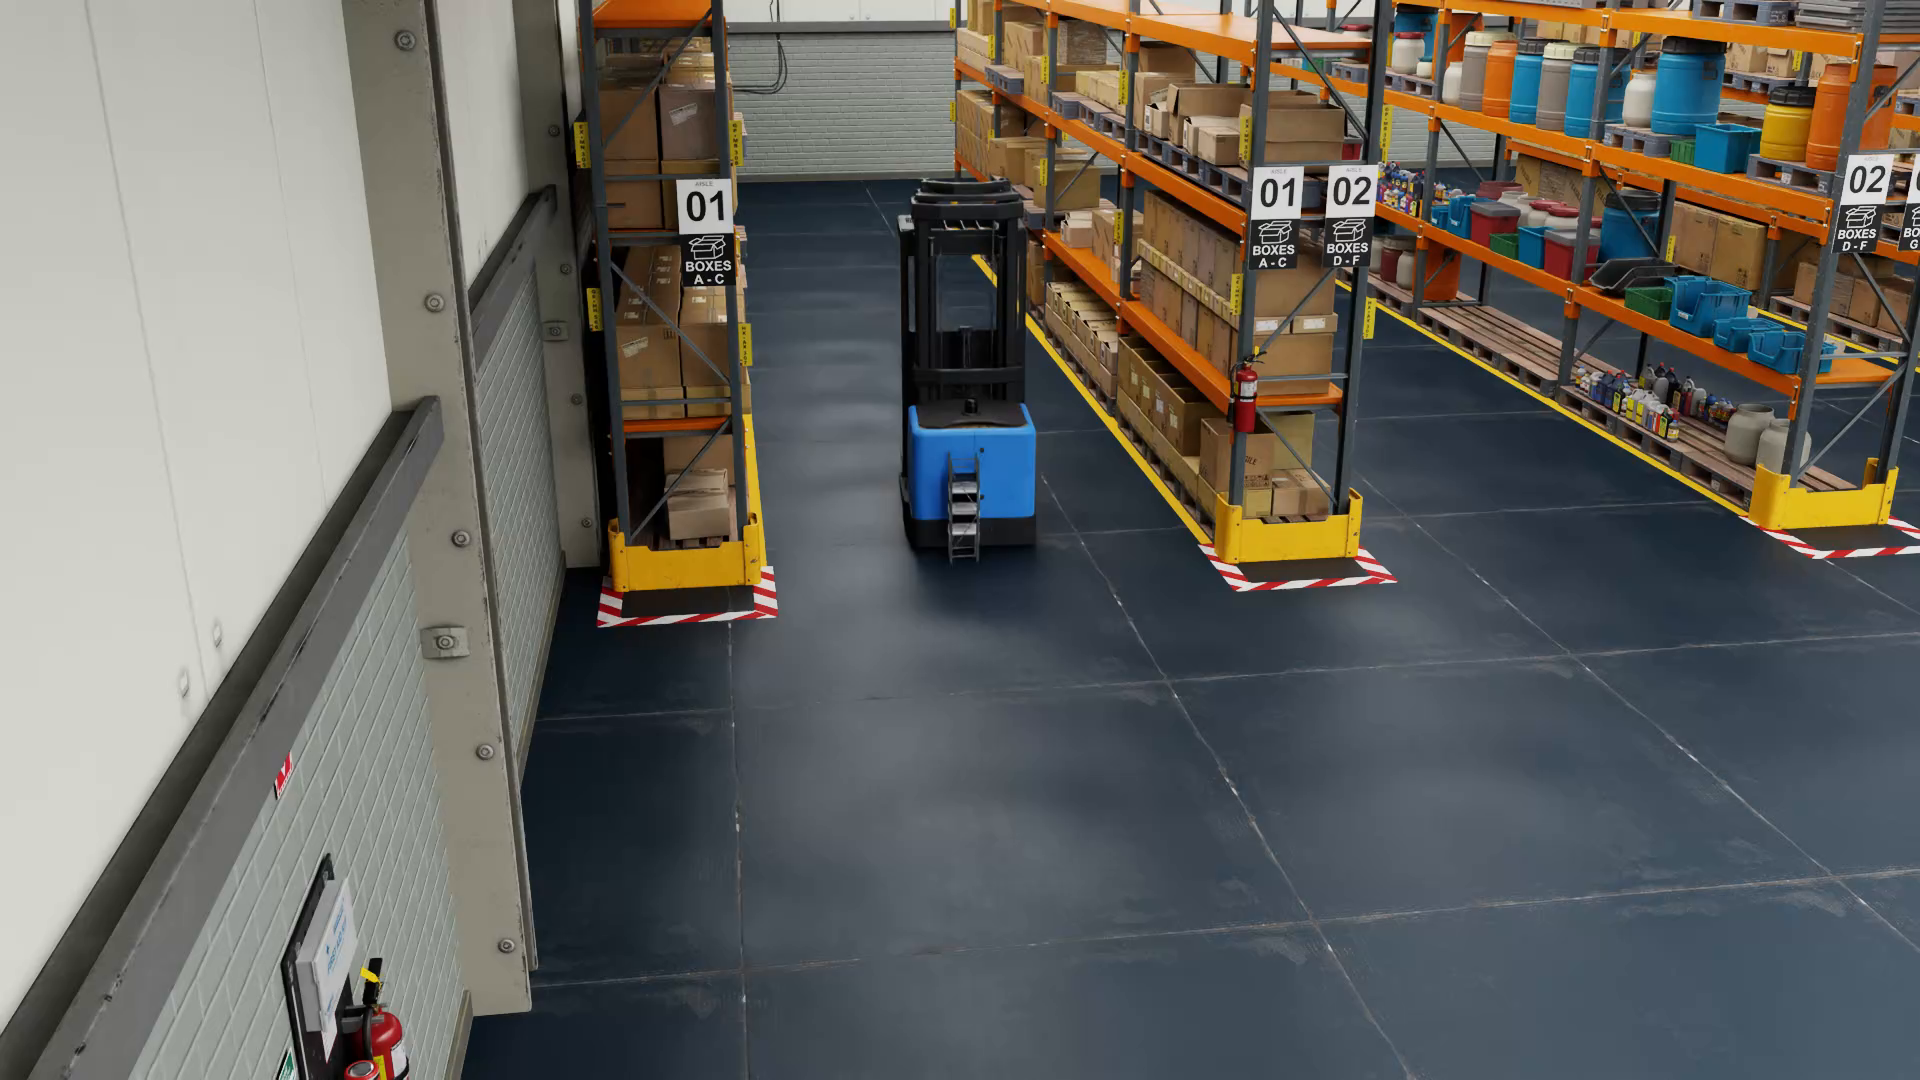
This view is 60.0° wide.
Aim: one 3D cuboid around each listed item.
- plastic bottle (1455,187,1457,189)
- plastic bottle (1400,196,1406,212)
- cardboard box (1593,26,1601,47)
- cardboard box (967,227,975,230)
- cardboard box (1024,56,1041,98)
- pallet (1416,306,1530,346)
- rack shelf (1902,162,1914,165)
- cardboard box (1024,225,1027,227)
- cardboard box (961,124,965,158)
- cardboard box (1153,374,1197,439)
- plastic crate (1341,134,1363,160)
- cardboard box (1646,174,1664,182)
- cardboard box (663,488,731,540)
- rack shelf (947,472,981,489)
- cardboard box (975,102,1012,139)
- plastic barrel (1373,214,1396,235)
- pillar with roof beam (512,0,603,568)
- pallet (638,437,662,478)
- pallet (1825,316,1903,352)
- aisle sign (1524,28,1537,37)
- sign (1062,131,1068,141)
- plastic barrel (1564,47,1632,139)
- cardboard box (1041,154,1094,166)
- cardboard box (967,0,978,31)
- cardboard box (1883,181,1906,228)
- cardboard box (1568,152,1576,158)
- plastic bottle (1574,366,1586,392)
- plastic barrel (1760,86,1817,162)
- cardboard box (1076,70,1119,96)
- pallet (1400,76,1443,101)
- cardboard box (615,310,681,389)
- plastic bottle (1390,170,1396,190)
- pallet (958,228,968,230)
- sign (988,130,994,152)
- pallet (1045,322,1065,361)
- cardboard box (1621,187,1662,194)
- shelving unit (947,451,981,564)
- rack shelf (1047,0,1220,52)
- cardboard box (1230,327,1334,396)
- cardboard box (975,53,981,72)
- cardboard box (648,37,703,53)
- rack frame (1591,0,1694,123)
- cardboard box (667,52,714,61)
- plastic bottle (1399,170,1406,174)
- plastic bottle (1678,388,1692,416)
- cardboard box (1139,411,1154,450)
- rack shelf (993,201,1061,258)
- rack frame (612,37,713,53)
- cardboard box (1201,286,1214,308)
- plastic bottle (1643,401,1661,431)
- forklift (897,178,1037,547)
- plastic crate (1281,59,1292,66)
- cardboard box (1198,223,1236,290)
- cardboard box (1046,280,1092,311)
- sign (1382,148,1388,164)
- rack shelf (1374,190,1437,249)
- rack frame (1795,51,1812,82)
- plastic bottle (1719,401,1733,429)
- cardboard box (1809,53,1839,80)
[{"bbox_3d":[6.690,-4.644,22.531,0.061,0.283,0.133,-3,21,-8],"label":"plastic bottle"},{"bbox_3d":[5.947,-4.504,22.272,0.097,0.201,0.097,0,20,0],"label":"plastic bottle"},{"bbox_3d":[10.553,-8.109,26.466,0.700,0.500,0.500,-2,21,-5],"label":"cardboard box"},{"bbox_3d":[0.360,-5.215,27.192,0.500,0.250,0.500,-3,21,-8],"label":"cardboard box"},{"bbox_3d":[1.327,-6.034,21.653,0.910,0.500,0.500,-3,21,-8],"label":"cardboard box"},{"bbox_3d":[6.547,-2.748,21.271,1.003,0.211,1.213,-3,21,-8],"label":"pallet"},{"bbox_3d":[15.433,-6.529,28.439,1.077,0.370,4.000,-3,21,-8],"label":"rack shelf"},{"bbox_3d":[0.967,-4.321,23.370,0.500,0.250,0.500,-3,21,-8],"label":"cardboard box"},{"bbox_3d":[0.301,-6.547,27.315,0.500,0.500,0.500,-3,21,-8],"label":"cardboard box"},{"bbox_3d":[2.123,-1.255,15.547,0.500,0.500,0.500,-3,21,-8],"label":"cardboard box"},{"bbox_3d":[6.016,-6.089,26.054,0.402,0.464,0.583,-3,21,-8],"label":"plastic crate"},{"bbox_3d":[10.690,-5.660,24.940,0.500,0.500,0.500,-3,21,-8],"label":"cardboard box"},{"bbox_3d":[-2.188,-0.245,13.799,0.500,0.311,0.500,-5,21,-14],"label":"cardboard box"},{"bbox_3d":[0.030,-0.484,13.550,0.258,0.077,0.200,-1,21,-4],"label":"rack shelf"},{"bbox_3d":[0.517,-6.489,25.732,0.500,0.500,0.500,-3,21,-7],"label":"cardboard box"},{"bbox_3d":[6.061,-4.488,24.345,0.600,0.901,0.708,-3,21,-8],"label":"plastic barrel"},{"bbox_3d":[1.126,-4.281,12.816,9.100,9.000,0.400,-3,21,-8],"label":"pillar with roof beam"},{"bbox_3d":[-2.622,-0.902,16.331,1.003,0.211,1.213,-3,21,-8],"label":"pallet"},{"bbox_3d":[11.658,-2.575,20.810,1.003,0.211,1.213,-3,21,-8],"label":"pallet"},{"bbox_3d":[9.914,-8.571,29.163,0.394,0.787,0.004,-3,21,-8],"label":"aisle sign"},{"bbox_3d":[1.543,-6.032,24.425,0.100,0.325,0.005,-3,21,-8],"label":"sign"},{"bbox_3d":[6.762,-4.744,17.628,0.600,0.901,0.708,-3,21,-8],"label":"plastic barrel"},{"bbox_3d":[1.426,-4.858,22.192,0.700,0.500,0.500,1,20,2],"label":"cardboard box"},{"bbox_3d":[0.497,-8.411,26.591,0.700,0.500,0.500,-3,21,-8],"label":"cardboard box"},{"bbox_3d":[11.610,-4.030,19.970,0.797,0.503,0.637,-1,20,-2],"label":"cardboard box"},{"bbox_3d":[10.244,-6.375,27.357,0.380,0.149,0.250,-3,21,-9],"label":"cardboard box"},{"bbox_3d":[6.662,-1.735,17.844,0.097,0.271,0.097,0,20,0],"label":"plastic bottle"},{"bbox_3d":[7.337,-3.633,14.499,0.600,0.588,0.600,0,20,0],"label":"plastic barrel"},{"bbox_3d":[1.692,-5.453,19.856,0.500,0.250,0.500,-4,21,-12],"label":"cardboard box"},{"bbox_3d":[6.460,-5.911,21.737,1.003,0.211,1.213,-3,21,-8],"label":"pallet"},{"bbox_3d":[-2.455,-1.497,13.052,0.500,0.500,0.500,-3,21,-8],"label":"cardboard box"},{"bbox_3d":[6.278,-5.215,24.075,0.097,0.271,0.097,0,20,0],"label":"plastic bottle"},{"bbox_3d":[0.545,-5.237,27.936,1.003,0.211,1.213,-3,21,-8],"label":"pallet"},{"bbox_3d":[0.459,-5.836,24.317,0.100,0.325,0.005,-3,21,-8],"label":"sign"},{"bbox_3d":[1.651,-2.482,20.560,1.003,0.211,1.213,-3,21,-8],"label":"pallet"},{"bbox_3d":[10.910,-4.940,25.591,1.225,0.875,0.875,-3,21,-8],"label":"cardboard box"},{"bbox_3d":[0.030,-0.263,13.633,0.258,0.900,0.210,-1,21,-4],"label":"shelving unit"},{"bbox_3d":[1.860,-5.669,18.133,1.077,0.370,4.000,-3,21,-8],"label":"rack shelf"},{"bbox_3d":[2.670,-1.515,13.842,0.700,0.500,0.500,-3,21,-8],"label":"cardboard box"},{"bbox_3d":[0.519,-7.297,25.393,0.500,0.250,0.500,-3,21,-8],"label":"cardboard box"},{"bbox_3d":[-3.744,-6.368,21.919,0.700,0.500,0.500,-3,21,-9],"label":"cardboard box"},{"bbox_3d":[7.050,-5.750,16.749,1.000,3.000,0.127,-3,21,-8],"label":"rack frame"},{"bbox_3d":[-2.413,-4.209,15.312,0.500,0.500,0.500,-5,21,-12],"label":"cardboard box"},{"bbox_3d":[6.399,-5.230,24.108,0.152,0.276,0.135,-3,21,-8],"label":"plastic bottle"},{"bbox_3d":[7.417,-1.424,16.995,0.061,0.283,0.133,-3,21,-8],"label":"plastic bottle"},{"bbox_3d":[2.049,-1.077,16.141,0.500,0.250,0.500,-3,21,-8],"label":"cardboard box"},{"bbox_3d":[1.283,-4.431,22.821,1.077,0.370,4.000,-3,21,-8],"label":"rack shelf"},{"bbox_3d":[-2.753,-5.250,15.411,1.000,3.000,0.127,-3,21,-8],"label":"rack frame"},{"bbox_3d":[2.332,-2.136,14.579,0.380,0.149,0.250,-2,21,-6],"label":"cardboard box"},{"bbox_3d":[6.899,-1.235,16.499,0.152,0.276,0.135,-3,21,-9],"label":"plastic bottle"},{"bbox_3d":[0.011,-1.784,14.804,1.130,2.935,3.031,-1,21,-4],"label":"forklift"},{"bbox_3d":[5.334,-7.661,26.322,0.437,0.282,0.530,-3,21,-8],"label":"plastic crate"},{"bbox_3d":[2.508,-2.497,14.618,0.700,0.500,0.500,-3,21,-8],"label":"cardboard box"},{"bbox_3d":[1.356,-3.051,20.625,0.500,0.311,0.500,-2,21,-6],"label":"cardboard box"},{"bbox_3d":[6.442,-5.866,25.239,0.100,0.325,0.005,-3,21,-8],"label":"sign"},{"bbox_3d":[6.185,-4.680,23.486,1.077,0.370,4.000,-3,21,-8],"label":"rack shelf"},{"bbox_3d":[11.375,-7.384,21.126,1.000,3.000,0.127,-3,21,-8],"label":"rack frame"},{"bbox_3d":[7.624,-1.244,16.531,0.097,0.271,0.097,0,20,0],"label":"plastic bottle"},{"bbox_3d":[11.188,-6.084,21.075,0.500,0.500,0.500,-3,21,-7],"label":"cardboard box"}]
